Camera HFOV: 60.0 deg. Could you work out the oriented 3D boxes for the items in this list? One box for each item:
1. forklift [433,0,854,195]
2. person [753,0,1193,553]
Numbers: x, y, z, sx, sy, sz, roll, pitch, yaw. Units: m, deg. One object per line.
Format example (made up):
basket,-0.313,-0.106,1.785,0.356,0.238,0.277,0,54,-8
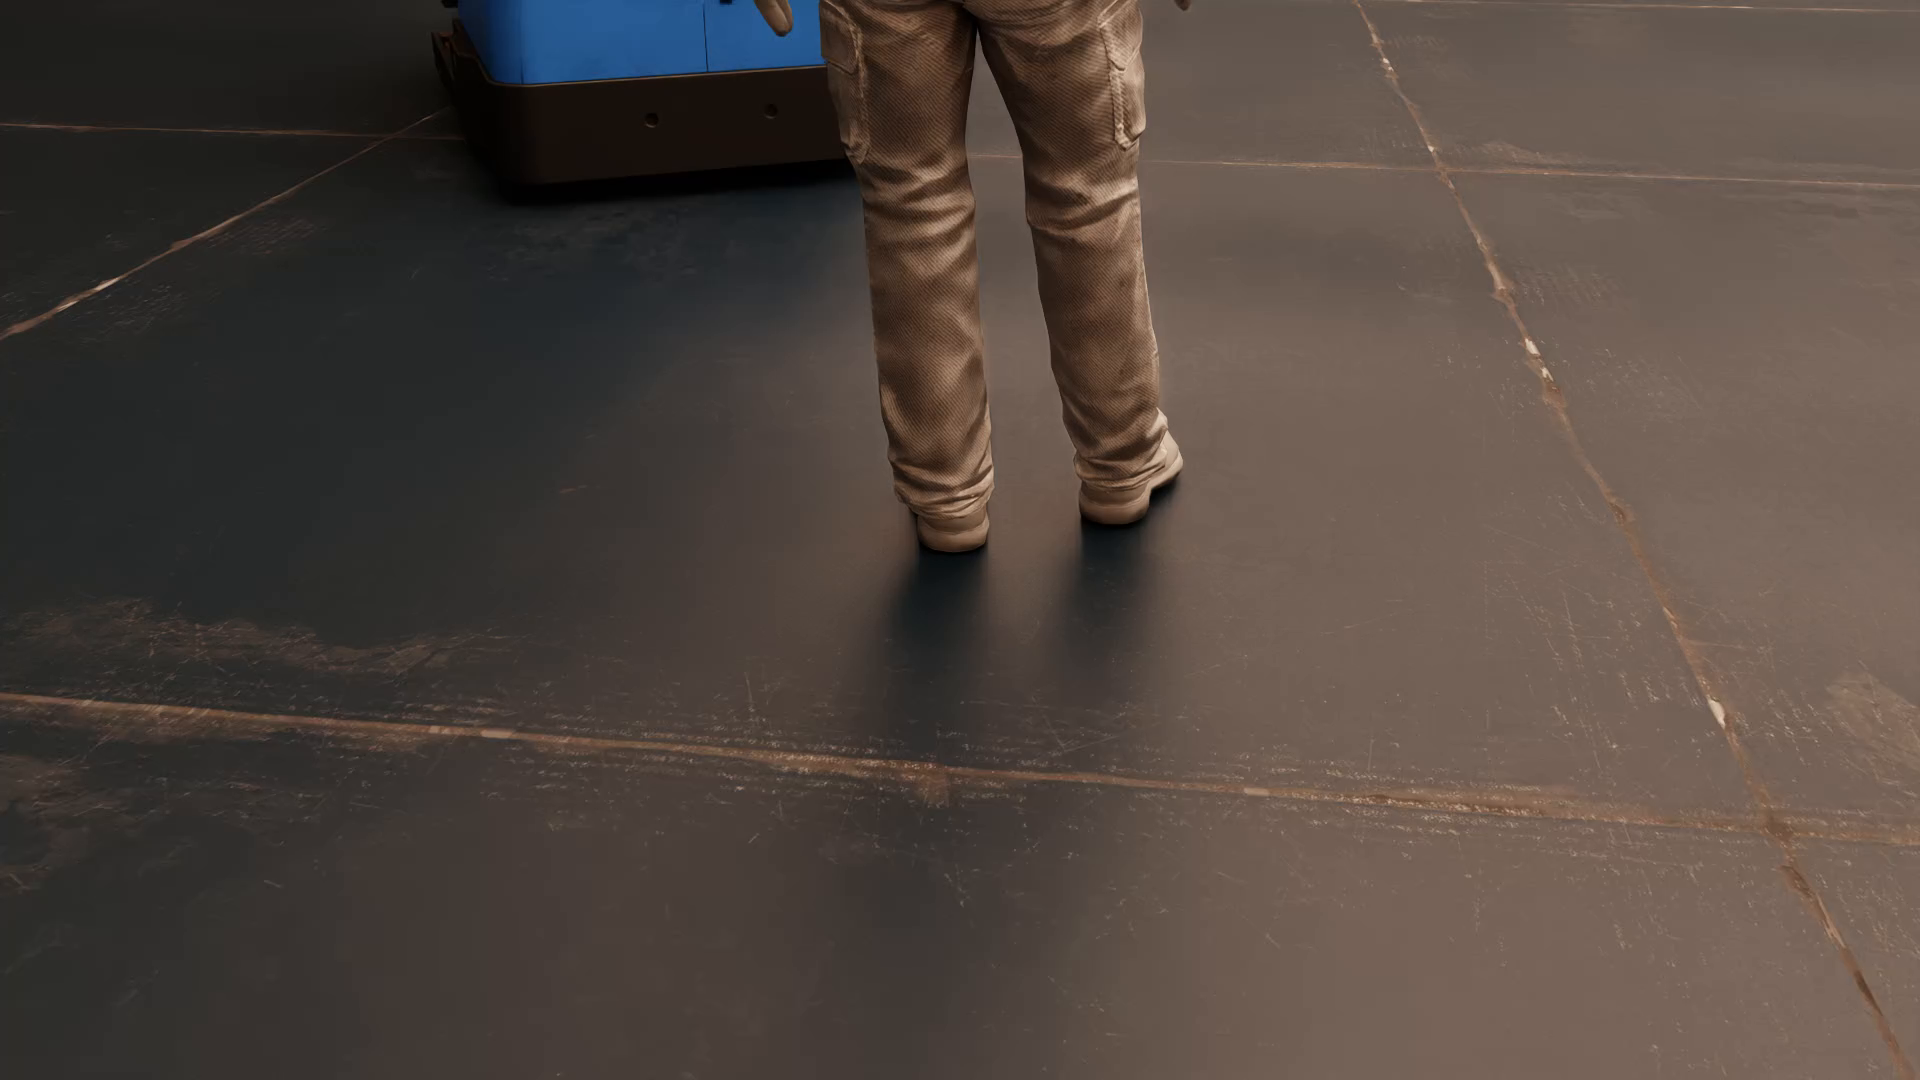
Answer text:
forklift,-1.100,-2.781,4.791,1.130,2.935,3.031,-9,28,-18
person,0.018,-0.836,2.162,0.656,1.784,0.575,3,27,7
